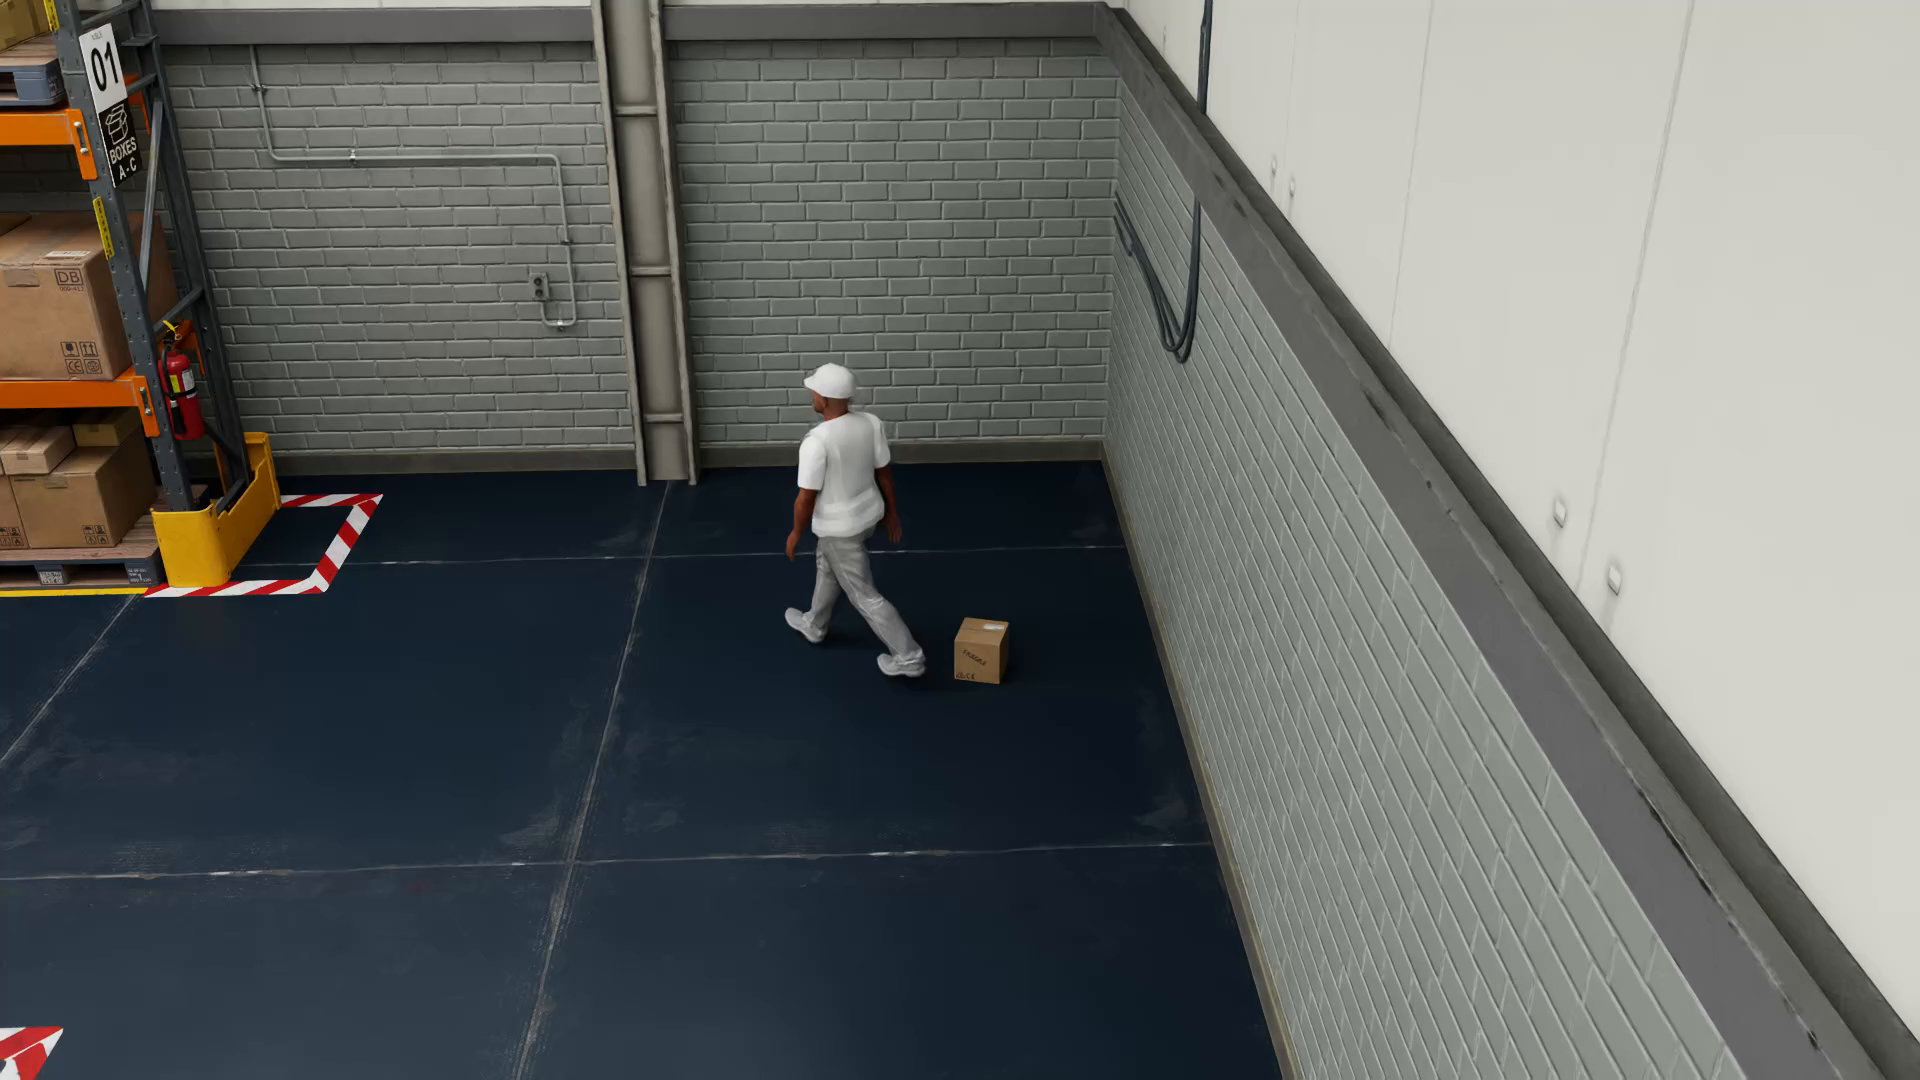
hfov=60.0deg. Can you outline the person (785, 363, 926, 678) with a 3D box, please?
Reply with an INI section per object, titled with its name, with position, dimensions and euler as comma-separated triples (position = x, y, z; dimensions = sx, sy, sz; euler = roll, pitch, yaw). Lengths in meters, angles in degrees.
[person]
position = -0.614, -0.100, 8.813
dimensions = 1.064, 1.720, 0.599
euler = 17, 32, 30
